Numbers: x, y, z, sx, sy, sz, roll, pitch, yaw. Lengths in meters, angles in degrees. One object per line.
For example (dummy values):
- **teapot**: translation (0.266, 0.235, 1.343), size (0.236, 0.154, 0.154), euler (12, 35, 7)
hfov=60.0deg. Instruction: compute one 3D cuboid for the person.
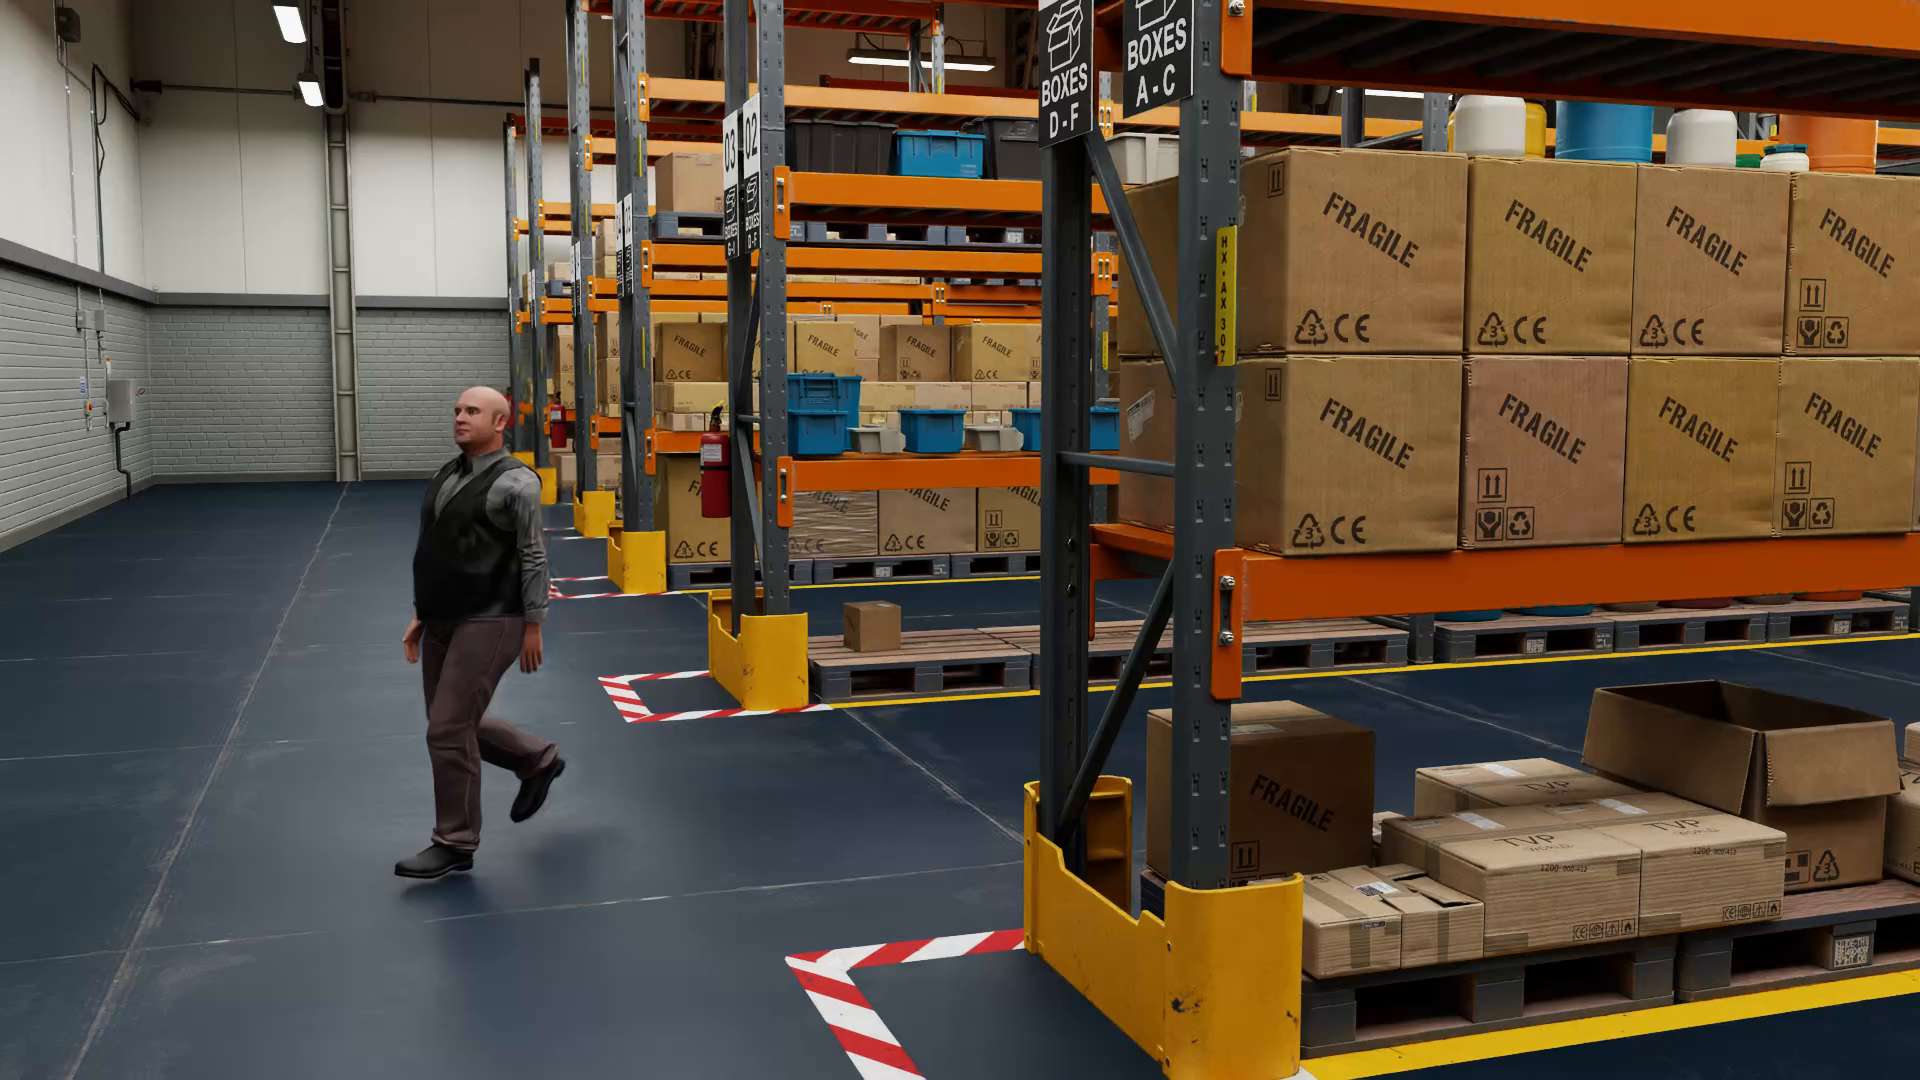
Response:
- **person**: translation (-1.719, 0.298, 5.964), size (0.526, 1.691, 0.842), euler (5, 7, 39)
